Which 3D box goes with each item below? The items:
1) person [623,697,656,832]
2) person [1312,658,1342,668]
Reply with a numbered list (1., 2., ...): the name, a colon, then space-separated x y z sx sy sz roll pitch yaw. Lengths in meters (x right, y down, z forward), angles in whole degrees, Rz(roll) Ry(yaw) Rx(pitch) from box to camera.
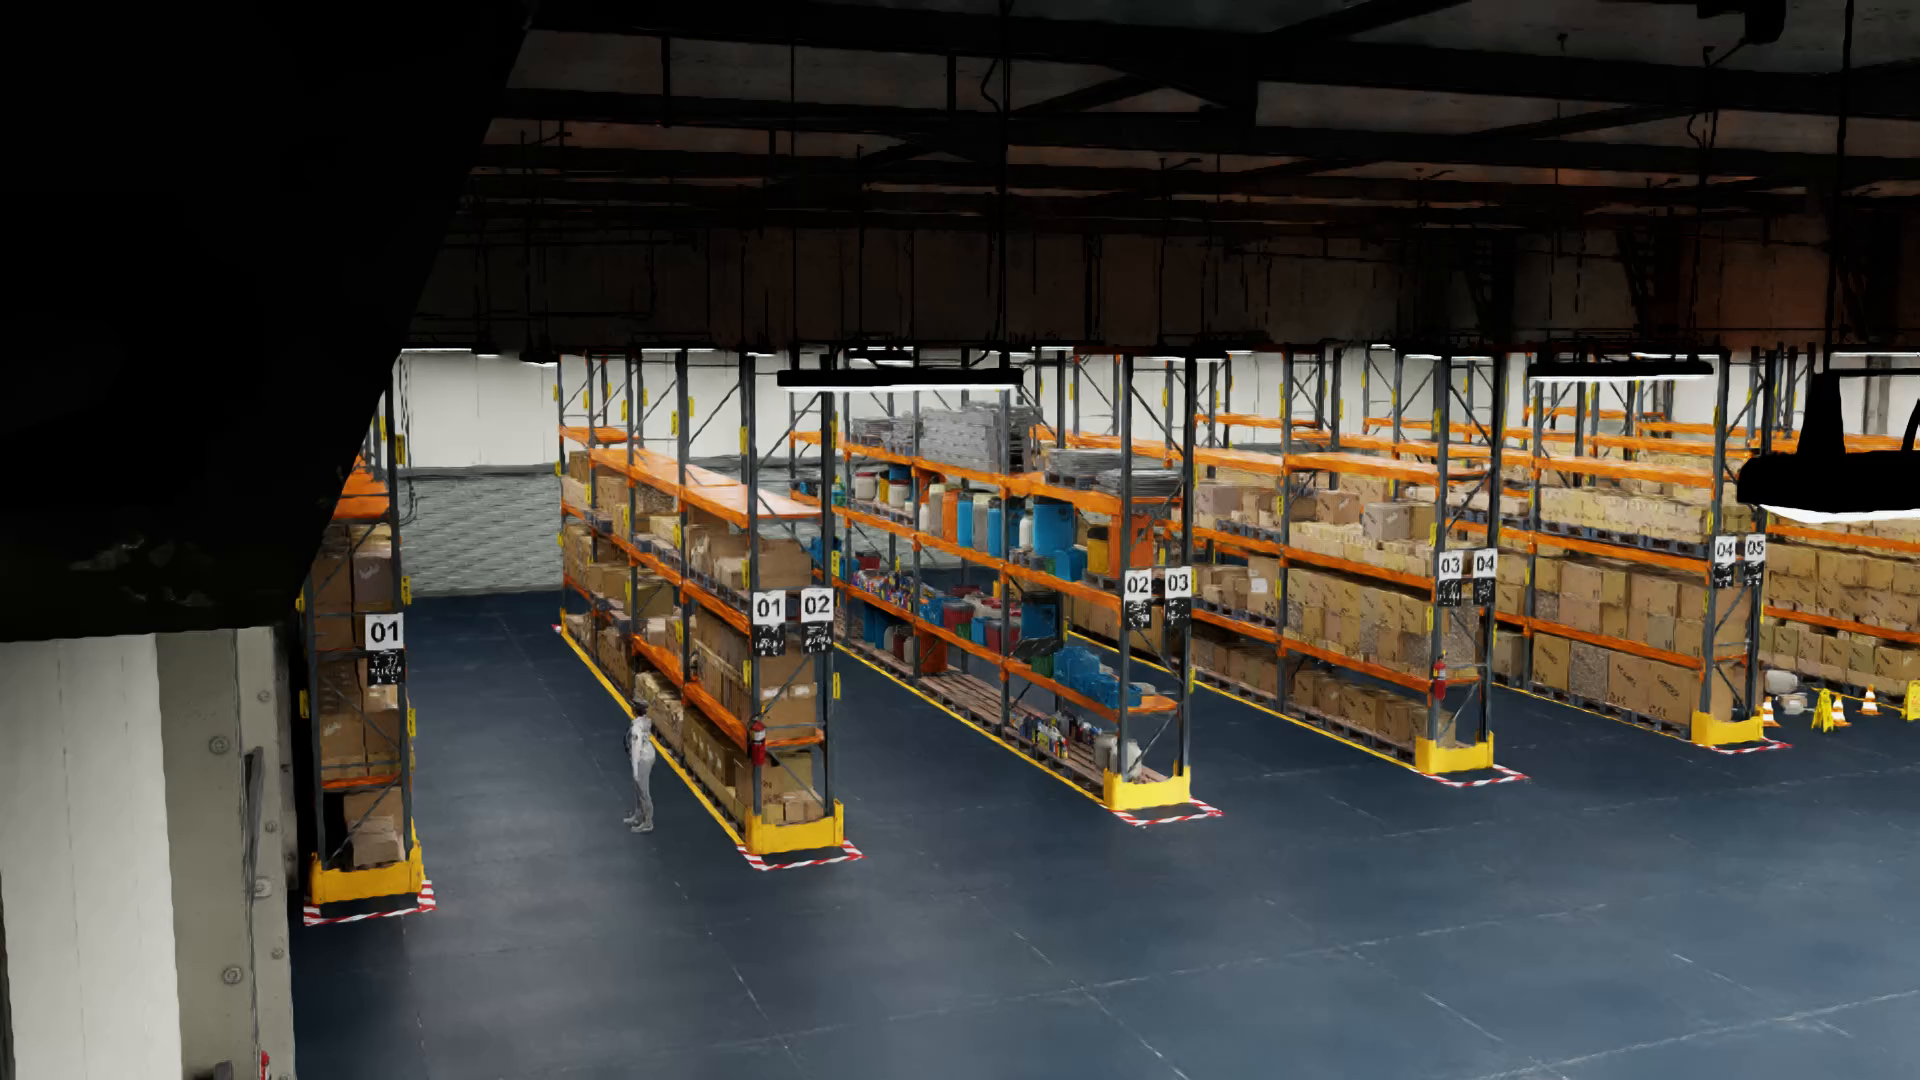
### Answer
1. person: -4.081 2.824 21.063 0.458 1.677 0.525 1 7 9
2. person: 6.922 1.503 31.250 0.555 1.722 0.615 1 7 7
